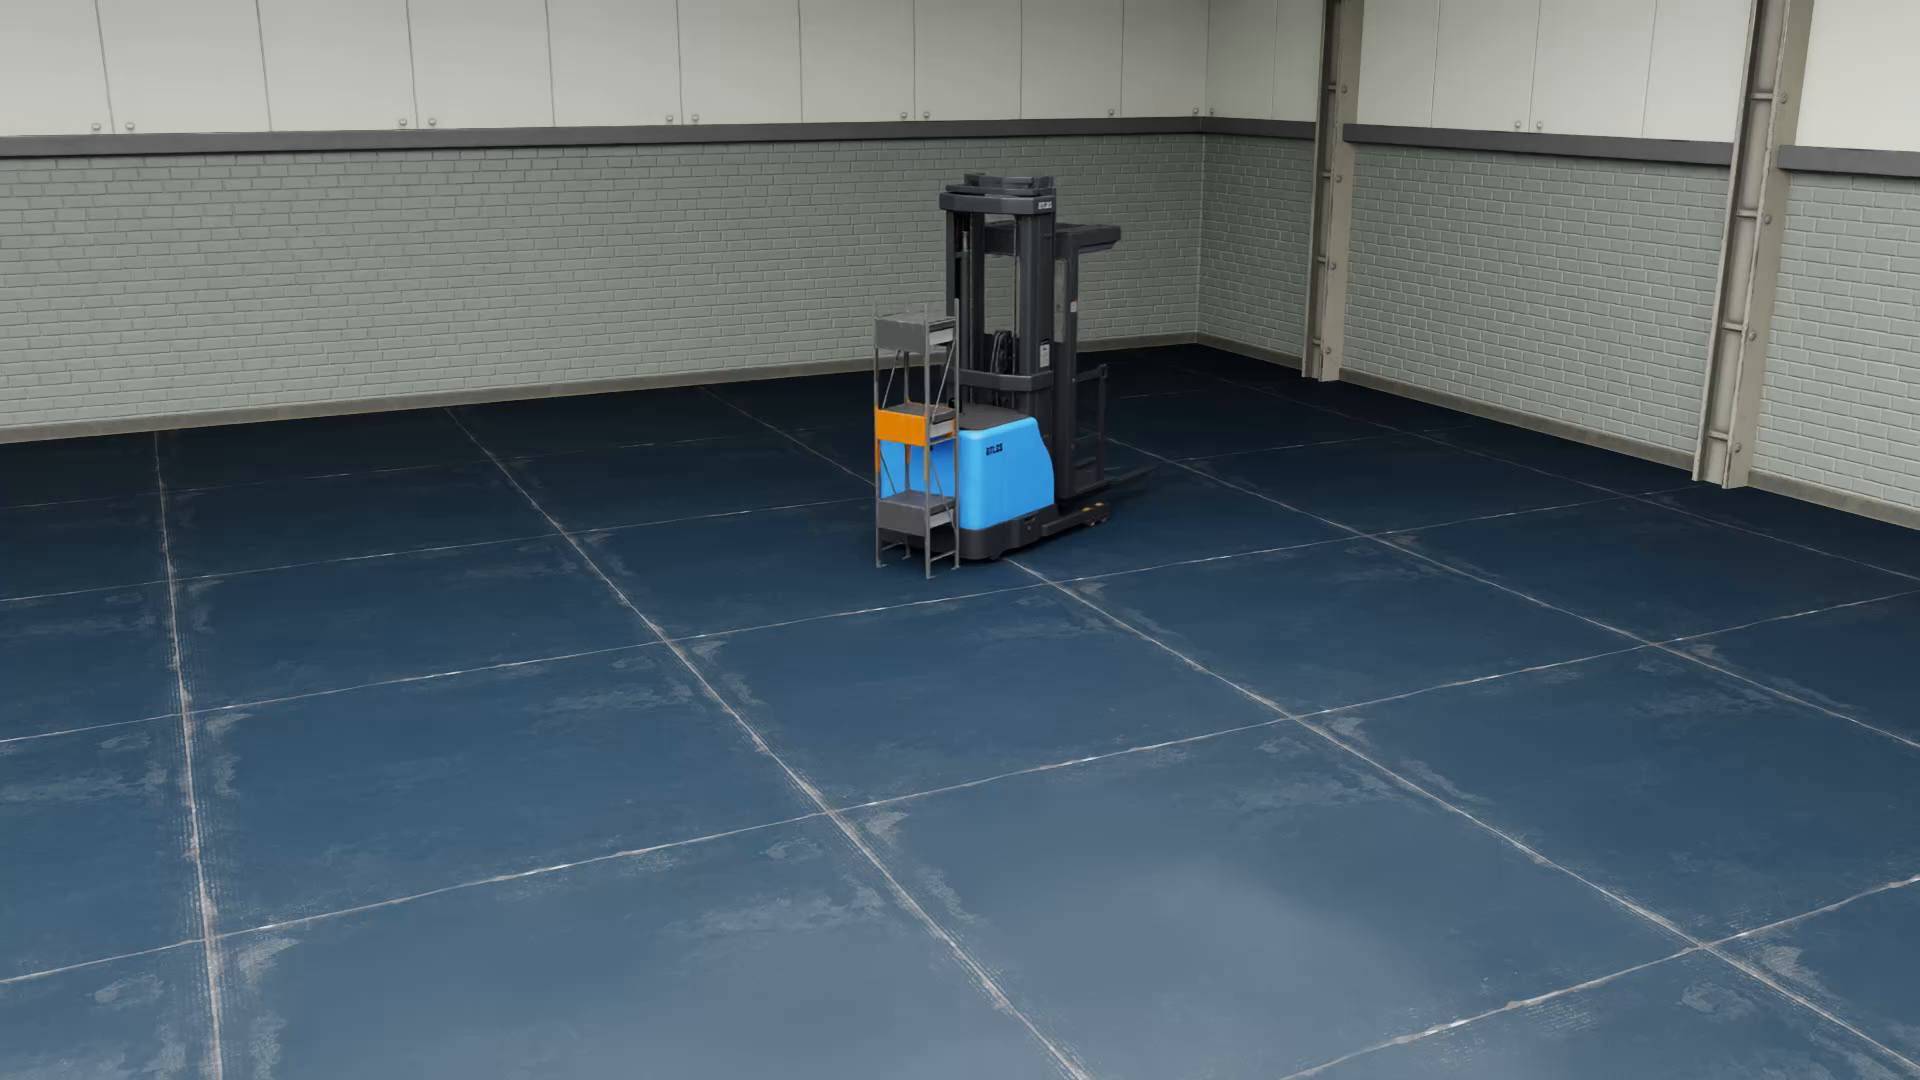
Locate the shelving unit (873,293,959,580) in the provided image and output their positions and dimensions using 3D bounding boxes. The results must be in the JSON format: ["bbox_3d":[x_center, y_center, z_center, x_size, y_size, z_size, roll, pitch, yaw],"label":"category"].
[{"bbox_3d":[-0.328,-0.789,12.693,0.503,2.100,0.431,12,20,35],"label":"shelving unit"}]

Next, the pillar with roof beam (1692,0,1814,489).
[{"bbox_3d":[3.276,-4.345,12.578,9.100,9.000,0.400,-8,18,-25],"label":"pillar with roof beam"}]

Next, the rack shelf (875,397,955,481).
[{"bbox_3d":[-0.328,-0.776,12.697,0.480,0.518,0.431,12,20,35],"label":"rack shelf"}]

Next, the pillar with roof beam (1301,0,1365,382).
[{"bbox_3d":[0.648,-5.833,17.763,9.100,9.000,0.400,-8,18,-25],"label":"pillar with roof beam"}]

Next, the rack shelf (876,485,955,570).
[{"bbox_3d":[-0.328,-0.103,12.890,0.480,0.518,0.431,12,20,35],"label":"rack shelf"}]

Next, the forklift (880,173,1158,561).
[{"bbox_3d":[0.641,-1.593,13.989,1.130,2.935,3.031,12,20,36],"label":"forklift"}]

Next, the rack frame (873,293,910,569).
[{"bbox_3d":[-0.524,-0.829,12.833,0.015,2.100,0.400,12,20,35],"label":"rack frame"}]

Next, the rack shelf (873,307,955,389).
[{"bbox_3d":[-0.328,-1.449,12.504,0.480,0.518,0.431,12,20,35],"label":"rack shelf"}]

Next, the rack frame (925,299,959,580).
[{"bbox_3d":[-0.132,-0.749,12.554,0.015,2.100,0.400,12,20,35],"label":"rack frame"}]
